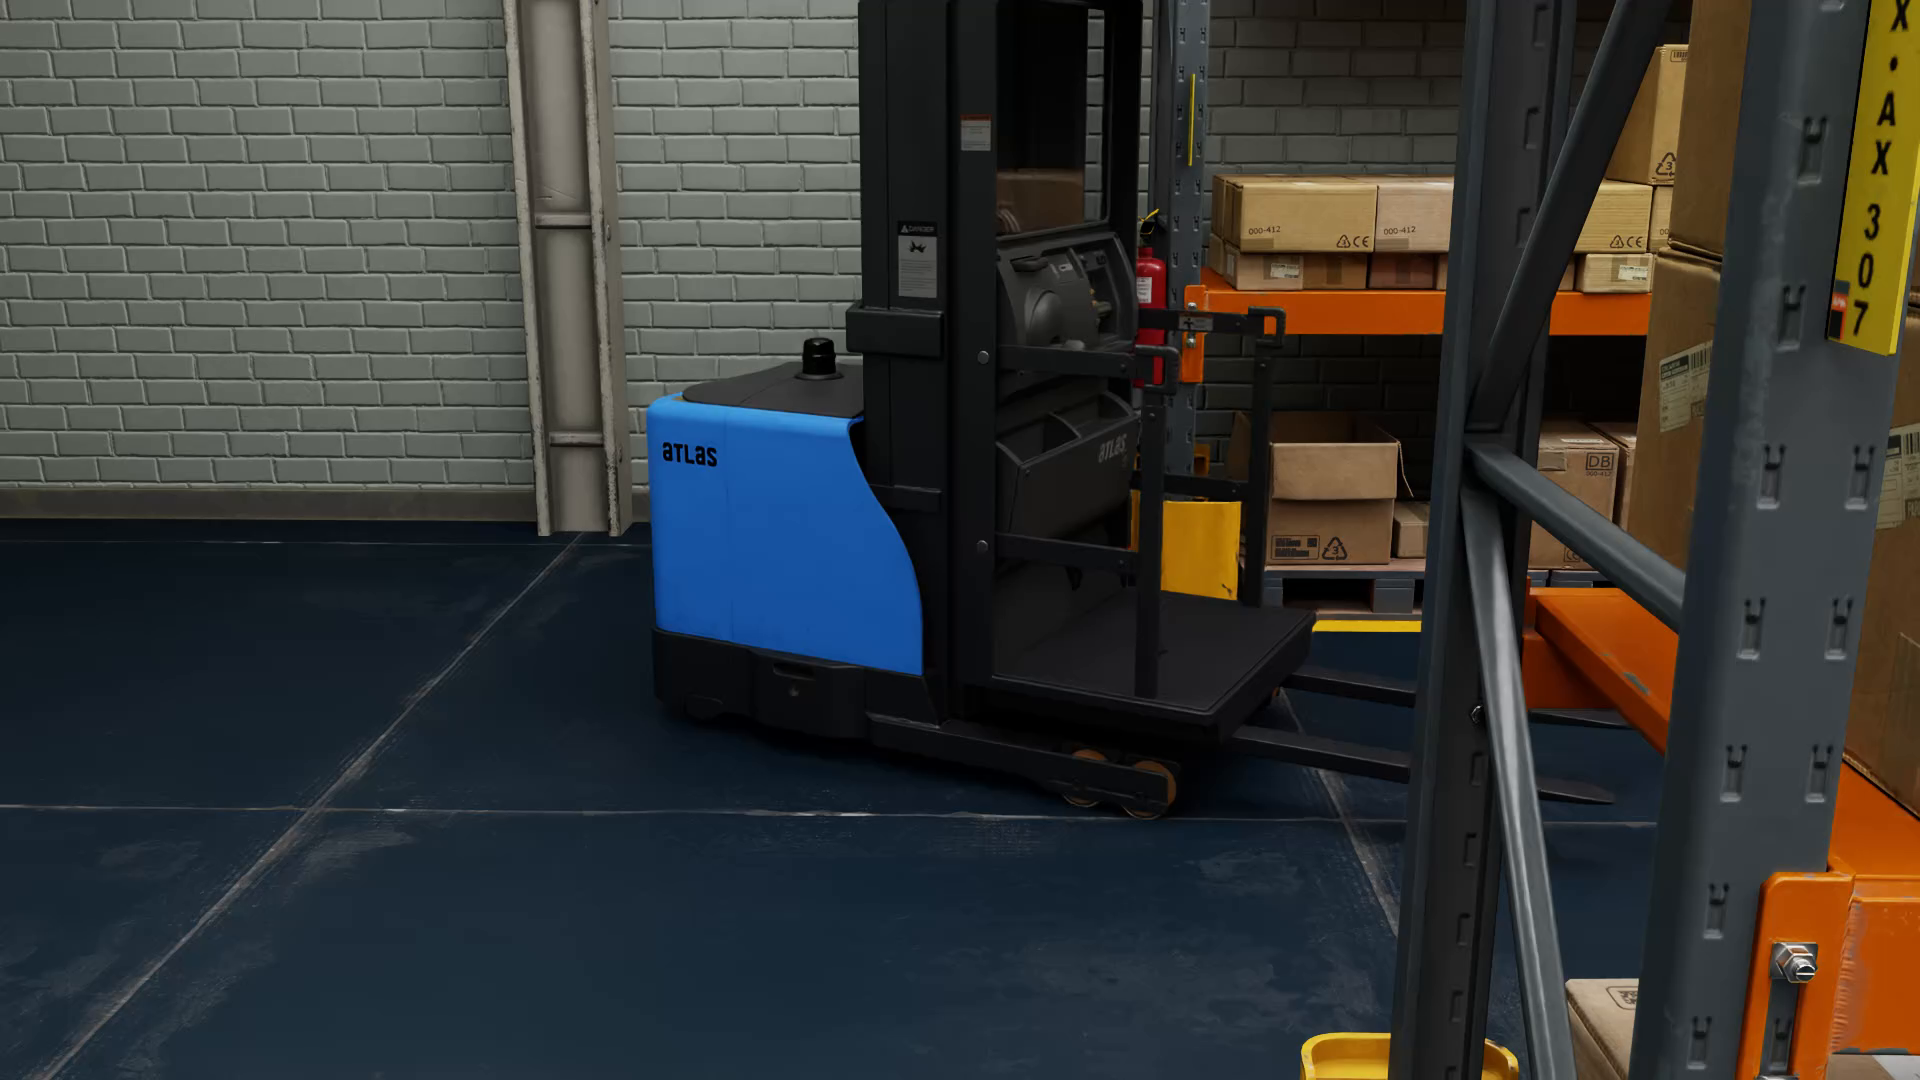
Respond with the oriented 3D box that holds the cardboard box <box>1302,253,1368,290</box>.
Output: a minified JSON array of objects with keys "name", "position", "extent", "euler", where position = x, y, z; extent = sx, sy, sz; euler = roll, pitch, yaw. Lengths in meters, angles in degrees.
[{"name":"cardboard box","position":[1.439,-1.078,6.540],"extent":[0.250,0.149,0.380],"euler":[1,15,3]}]

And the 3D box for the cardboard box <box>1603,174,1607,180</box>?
[{"name":"cardboard box","position":[2.862,-1.386,6.925],"extent":[0.500,0.250,0.500],"euler":[0,15,1]}]

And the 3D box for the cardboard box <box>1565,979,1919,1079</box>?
[{"name":"cardboard box","position":[1.402,1.019,2.298],"extent":[0.875,0.438,0.875],"euler":[0,15,0]}]

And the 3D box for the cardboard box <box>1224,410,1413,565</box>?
[{"name":"cardboard box","position":[1.471,-0.230,6.901],"extent":[0.637,0.503,0.797],"euler":[0,15,-1]}]

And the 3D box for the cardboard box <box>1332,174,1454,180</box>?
[{"name":"cardboard box","position":[1.844,-1.394,6.955],"extent":[0.500,0.250,0.500],"euler":[0,15,2]}]

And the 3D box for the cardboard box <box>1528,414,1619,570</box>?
[{"name":"cardboard box","position":[2.325,-0.213,6.842],"extent":[0.500,0.500,0.700],"euler":[1,15,4]}]

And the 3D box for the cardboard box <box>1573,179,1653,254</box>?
[{"name":"cardboard box","position":[2.320,-1.256,6.430],"extent":[0.500,0.250,0.500],"euler":[0,15,0]}]

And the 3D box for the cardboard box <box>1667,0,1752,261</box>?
[{"name":"cardboard box","position":[1.227,-0.585,2.022],"extent":[0.500,0.500,0.500],"euler":[1,15,3]}]

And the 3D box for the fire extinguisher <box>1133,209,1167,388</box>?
[{"name":"fire extinguisher","position":[0.703,-0.927,6.357],"extent":[0.183,0.674,0.296],"euler":[0,15,1]}]

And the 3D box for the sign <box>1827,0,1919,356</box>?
[{"name":"sign","position":[0.719,-0.311,1.288],"extent":[0.005,0.325,0.100],"euler":[0,15,1]}]

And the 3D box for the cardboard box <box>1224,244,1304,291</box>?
[{"name":"cardboard box","position":[1.184,-1.068,6.501],"extent":[0.250,0.149,0.380],"euler":[0,15,1]}]

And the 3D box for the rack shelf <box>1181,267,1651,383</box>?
[{"name":"rack shelf","position":[2.862,-0.901,6.785],"extent":[4.000,0.370,1.077],"euler":[0,15,1]}]

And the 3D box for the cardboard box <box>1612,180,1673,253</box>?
[{"name":"cardboard box","position":[2.832,-1.258,6.438],"extent":[0.500,0.250,0.500],"euler":[0,15,0]}]

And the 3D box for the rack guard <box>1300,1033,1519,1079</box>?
[{"name":"rack guard","position":[0.715,1.213,2.264],"extent":[0.348,0.500,1.175],"euler":[0,15,1]}]

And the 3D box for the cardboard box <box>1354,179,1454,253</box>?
[{"name":"cardboard box","position":[1.813,-1.258,6.440],"extent":[0.500,0.250,0.500],"euler":[1,15,2]}]

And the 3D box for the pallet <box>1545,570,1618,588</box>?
[{"name":"pallet","position":[2.952,0.101,7.045],"extent":[1.213,0.211,1.003],"euler":[0,15,1]}]

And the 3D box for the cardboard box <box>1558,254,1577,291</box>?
[{"name":"cardboard box","position":[2.220,-1.068,6.500],"extent":[0.250,0.149,0.380],"euler":[1,15,2]}]

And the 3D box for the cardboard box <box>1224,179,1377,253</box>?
[{"name":"cardboard box","position":[1.309,-1.261,6.452],"extent":[0.500,0.250,0.500],"euler":[0,15,2]}]

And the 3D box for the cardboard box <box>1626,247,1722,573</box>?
[{"name":"cardboard box","position":[1.228,-0.109,2.176],"extent":[0.500,0.500,0.500],"euler":[0,15,2]}]

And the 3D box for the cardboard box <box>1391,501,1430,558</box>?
[{"name":"cardboard box","position":[1.895,-0.045,6.898],"extent":[0.250,0.149,0.380],"euler":[0,15,-1]}]

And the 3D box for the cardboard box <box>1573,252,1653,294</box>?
[{"name":"cardboard box","position":[2.470,-1.047,6.421],"extent":[0.250,0.149,0.380],"euler":[0,15,0]}]

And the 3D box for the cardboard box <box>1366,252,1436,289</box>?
[{"name":"cardboard box","position":[1.703,-1.085,6.567],"extent":[0.250,0.149,0.380],"euler":[0,15,1]}]

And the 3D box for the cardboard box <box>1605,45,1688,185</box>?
[{"name":"cardboard box","position":[2.809,-1.614,6.320],"extent":[0.500,0.500,0.500],"euler":[1,15,3]}]

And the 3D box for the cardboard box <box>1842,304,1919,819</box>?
[{"name":"cardboard box","position":[1.212,0.032,1.642],"extent":[0.500,0.500,0.500],"euler":[0,15,1]}]

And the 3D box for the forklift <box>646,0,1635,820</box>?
[{"name":"forklift","position":[0.520,-0.765,4.996],"extent":[3.031,2.935,1.130],"euler":[8,17,26]}]

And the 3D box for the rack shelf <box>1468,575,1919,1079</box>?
[{"name":"rack shelf","position":[2.739,0.365,1.987],"extent":[4.000,0.370,1.077],"euler":[0,15,1]}]

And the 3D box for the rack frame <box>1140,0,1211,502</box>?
[{"name":"rack frame","position":[0.862,-1.262,6.742],"extent":[0.127,3.000,1.000],"euler":[0,15,1]}]

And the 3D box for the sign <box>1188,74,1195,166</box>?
[{"name":"sign","position":[0.849,-1.542,6.107],"extent":[0.005,0.325,0.100],"euler":[0,15,1]}]

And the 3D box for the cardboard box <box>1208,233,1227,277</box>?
[{"name":"cardboard box","position":[1.200,-1.207,7.026],"extent":[0.250,0.149,0.380],"euler":[0,15,1]}]

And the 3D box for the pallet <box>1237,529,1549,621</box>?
[{"name":"pallet","position":[1.735,0.092,7.077],"extent":[1.213,0.211,1.003],"euler":[0,15,1]}]

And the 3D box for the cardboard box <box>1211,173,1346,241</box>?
[{"name":"cardboard box","position":[1.329,-1.398,6.969],"extent":[0.500,0.250,0.500],"euler":[1,15,3]}]

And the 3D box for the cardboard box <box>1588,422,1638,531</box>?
[{"name":"cardboard box","position":[2.851,-0.184,6.733],"extent":[0.500,0.500,0.500],"euler":[1,15,2]}]

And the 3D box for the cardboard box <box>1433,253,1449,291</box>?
[{"name":"cardboard box","position":[1.954,-1.068,6.501],"extent":[0.250,0.149,0.380],"euler":[1,15,3]}]

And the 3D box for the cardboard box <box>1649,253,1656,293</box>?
[{"name":"cardboard box","position":[2.734,-1.051,6.434],"extent":[0.250,0.149,0.380],"euler":[1,15,3]}]

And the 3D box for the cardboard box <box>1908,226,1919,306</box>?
[{"name":"cardboard box","position":[1.212,-0.452,1.517],"extent":[0.500,0.500,0.500],"euler":[0,15,0]}]

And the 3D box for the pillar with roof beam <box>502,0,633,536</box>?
[{"name":"pillar with roof beam","position":[-1.920,-3.312,2.754],"extent":[0.400,9.000,9.100],"euler":[0,15,1]}]

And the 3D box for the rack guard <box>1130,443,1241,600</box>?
[{"name":"rack guard","position":[0.938,-0.053,7.059],"extent":[0.348,0.500,1.175],"euler":[0,15,1]}]
